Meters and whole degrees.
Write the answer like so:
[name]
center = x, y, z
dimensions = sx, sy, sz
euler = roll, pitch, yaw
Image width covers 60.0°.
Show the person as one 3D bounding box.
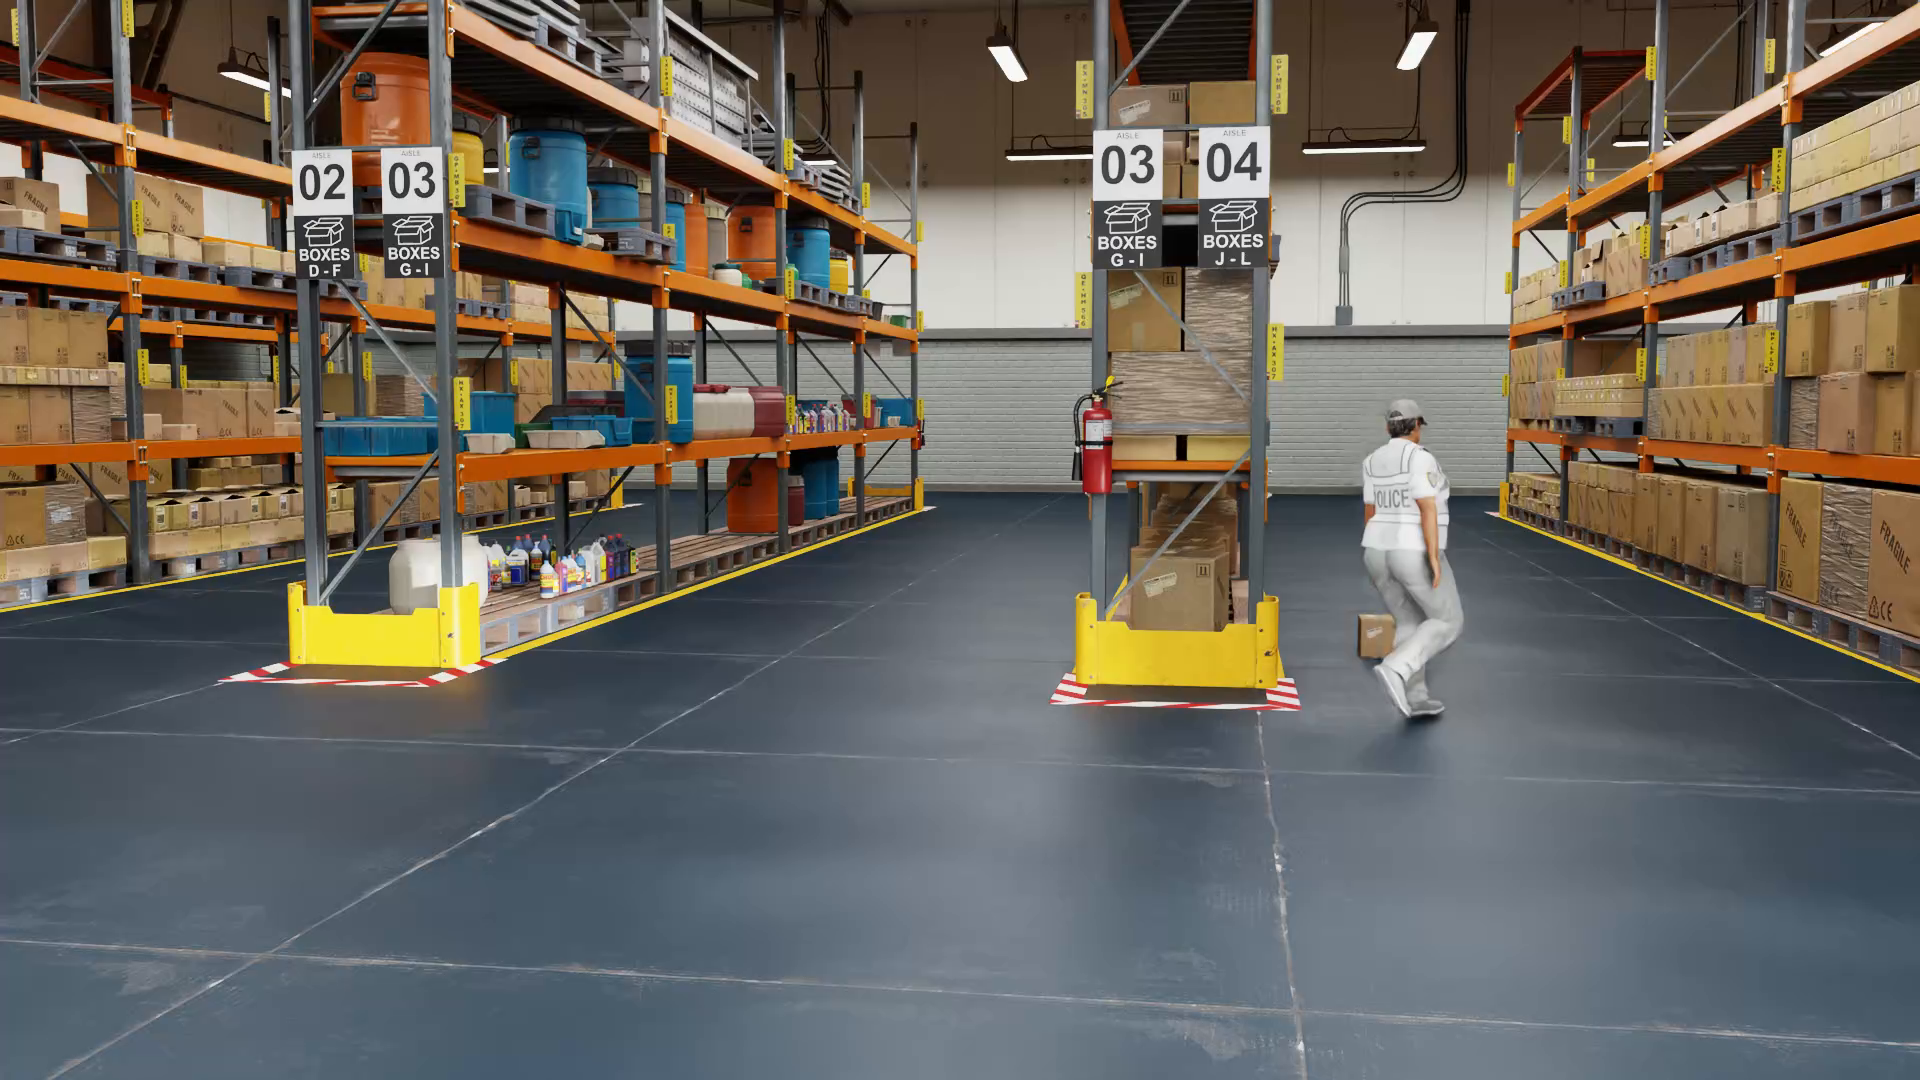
[person]
center = 2.287, 0.093, 8.559
dimensions = 0.575, 1.641, 0.539
euler = -2, 5, -29
